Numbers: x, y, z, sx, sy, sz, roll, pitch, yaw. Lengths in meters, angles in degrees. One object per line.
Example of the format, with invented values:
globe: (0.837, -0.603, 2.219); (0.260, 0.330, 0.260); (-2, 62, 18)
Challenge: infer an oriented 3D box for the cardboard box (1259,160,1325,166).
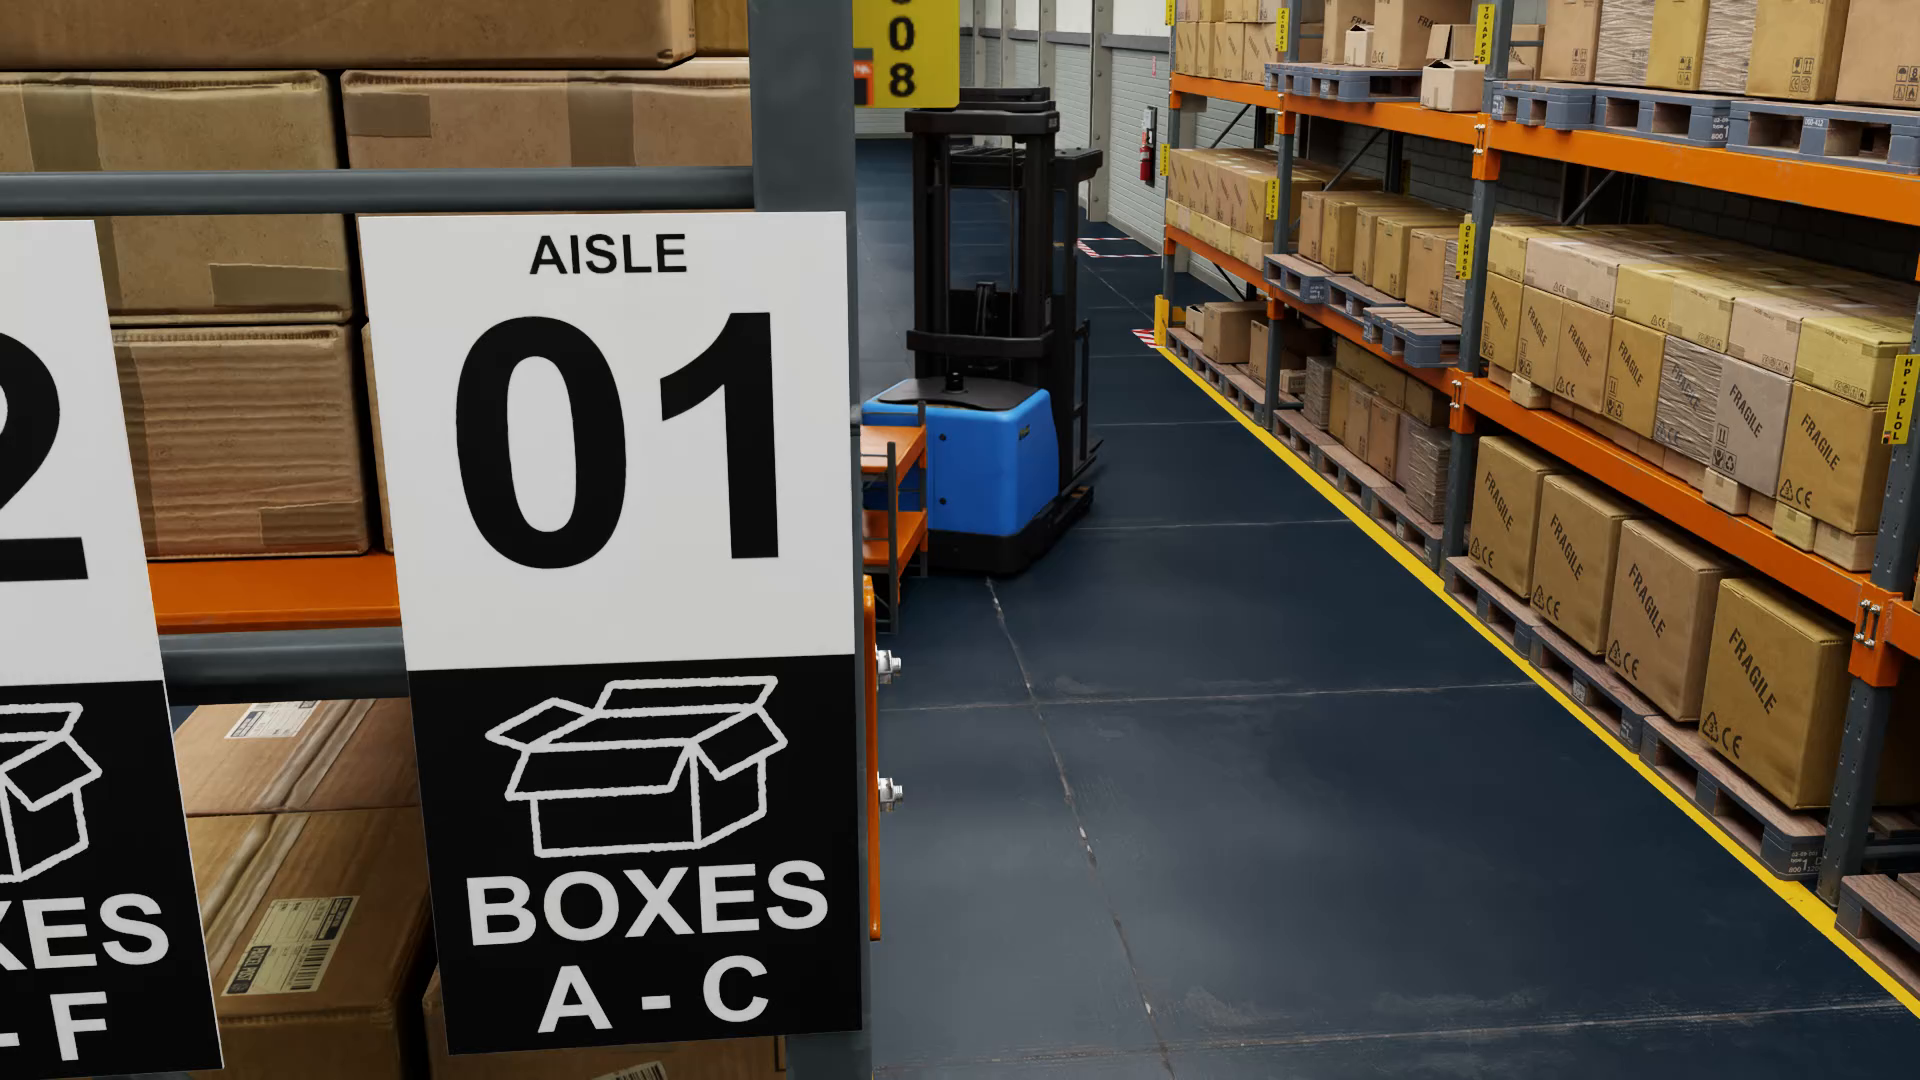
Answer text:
cardboard box: (3.098, -3.292, 15.619); (0.500, 0.500, 0.500); (-2, 17, -5)

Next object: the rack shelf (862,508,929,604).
rack shelf: (-0.527, 0.074, 9.874); (0.538, 0.278, 1.000); (2, 18, 8)

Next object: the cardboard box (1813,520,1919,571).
cardboard box: (3.607, 0.010, 6.525); (0.380, 0.149, 0.250); (-2, 18, -5)

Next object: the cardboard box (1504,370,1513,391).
cardboard box: (3.332, -0.910, 9.452); (0.380, 0.149, 0.250); (-2, 17, -5)

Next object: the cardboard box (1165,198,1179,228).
cardboard box: (2.421, -3.367, 17.110); (0.500, 0.250, 0.500); (-2, 18, -7)

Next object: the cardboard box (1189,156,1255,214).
cardboard box: (2.525, -3.426, 16.049); (0.500, 0.500, 0.500); (-2, 18, -7)

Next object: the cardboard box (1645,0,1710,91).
cardboard box: (3.770, -2.425, 7.984); (0.700, 0.500, 0.500); (-1, 17, -3)

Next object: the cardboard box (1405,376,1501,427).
cardboard box: (3.389, -0.960, 11.414); (0.500, 0.250, 0.500); (-1, 17, -5)

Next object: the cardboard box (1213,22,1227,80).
cardboard box: (2.626, -4.490, 15.264); (0.500, 0.500, 0.500); (-1, 17, -2)

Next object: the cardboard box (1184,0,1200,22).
cardboard box: (2.486, -5.276, 16.097); (0.500, 0.500, 0.500); (-2, 18, -6)

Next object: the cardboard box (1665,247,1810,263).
cardboard box: (3.916, -1.323, 8.434); (0.500, 0.250, 0.500); (-2, 18, -7)

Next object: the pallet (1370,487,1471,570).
pallet: (3.432, -0.103, 11.152); (1.003, 0.211, 1.213); (-2, 18, -6)

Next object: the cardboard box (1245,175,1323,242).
cardboard box: (2.742, -2.819, 14.114); (0.500, 0.500, 0.500); (-2, 18, -6)

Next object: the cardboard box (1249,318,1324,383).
cardboard box: (2.952, -1.717, 15.079); (0.500, 0.500, 0.500); (-3, 18, -10)

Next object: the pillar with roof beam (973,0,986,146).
pillar with roof beam: (-3.757, -15.069, 44.153); (9.100, 9.000, 0.400); (-2, 18, -6)

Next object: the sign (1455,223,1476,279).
sign: (2.973, -1.696, 9.769); (0.100, 0.325, 0.005); (-2, 18, -6)

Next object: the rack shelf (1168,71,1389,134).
rack shelf: (2.893, -4.076, 15.345); (1.077, 0.370, 4.000); (-2, 18, -6)

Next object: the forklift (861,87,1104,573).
forklift: (0.320, -1.594, 11.361); (1.130, 2.935, 3.031); (6, 18, 18)

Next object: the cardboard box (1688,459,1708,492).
cardboard box: (3.531, -0.295, 7.495); (0.380, 0.149, 0.250); (-2, 18, -6)

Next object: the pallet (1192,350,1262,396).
pallet: (2.865, -1.625, 16.001); (1.003, 0.211, 1.213); (-2, 18, -6)

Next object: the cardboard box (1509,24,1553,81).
cardboard box: (3.666, -2.910, 10.232); (0.500, 0.500, 0.500); (-2, 18, -6)

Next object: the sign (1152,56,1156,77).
sign: (2.881, -7.039, 24.719); (0.001, 0.298, 0.199); (-2, 18, -6)

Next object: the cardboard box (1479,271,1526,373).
cardboard box: (3.307, -1.247, 9.444); (0.500, 0.500, 0.500); (-1, 17, -4)

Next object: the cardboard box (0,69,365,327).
cardboard box: (-0.897, -0.406, 1.871); (0.500, 0.250, 0.500); (-2, 18, -6)

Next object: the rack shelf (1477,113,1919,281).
rack shelf: (3.718, -1.692, 7.753); (1.077, 0.370, 4.000); (-2, 18, -6)

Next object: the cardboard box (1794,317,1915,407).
cardboard box: (3.621, -0.697, 6.440); (0.500, 0.250, 0.500); (-1, 17, -4)

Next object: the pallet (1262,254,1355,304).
pallet: (3.033, -2.068, 13.078); (1.003, 0.211, 1.213); (-2, 18, -6)

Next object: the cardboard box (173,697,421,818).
cardboard box: (-0.963, 0.538, 2.620); (0.500, 0.500, 0.500); (-1, 17, -4)

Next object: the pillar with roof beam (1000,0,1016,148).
pillar with roof beam: (-3.139, -13.282, 38.460); (9.100, 9.000, 0.400); (-2, 18, -6)

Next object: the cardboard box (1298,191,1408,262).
cardboard box: (3.117, -2.497, 13.222); (0.700, 0.500, 0.500); (-2, 18, -5)

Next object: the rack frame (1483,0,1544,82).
rack frame: (3.511, -4.063, 9.094); (1.000, 3.000, 0.127); (-2, 18, -6)

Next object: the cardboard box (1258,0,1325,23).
cardboard box: (2.777, -4.498, 13.621); (0.500, 0.500, 0.500); (-3, 18, -10)

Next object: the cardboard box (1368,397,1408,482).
cardboard box: (3.368, -0.735, 11.949); (0.700, 0.500, 0.500); (-2, 18, -6)

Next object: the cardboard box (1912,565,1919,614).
cardboard box: (3.964, 0.010, 5.636); (0.980, 0.700, 0.700); (-2, 17, -5)

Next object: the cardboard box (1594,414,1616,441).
cardboard box: (3.475, -0.602, 8.474); (0.380, 0.149, 0.250); (-2, 17, -5)

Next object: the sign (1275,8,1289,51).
sign: (2.560, -4.051, 13.202); (0.100, 0.325, 0.005); (-2, 18, -6)

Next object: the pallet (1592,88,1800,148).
pallet: (3.749, -2.018, 7.905); (1.003, 0.211, 1.213); (-1, 17, -3)

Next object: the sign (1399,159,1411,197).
sign: (3.651, -2.963, 13.674); (0.100, 0.325, 0.005); (-2, 18, -6)

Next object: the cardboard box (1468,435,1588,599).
cardboard box: (3.457, -0.152, 9.541); (0.750, 0.750, 0.750); (-2, 18, -6)

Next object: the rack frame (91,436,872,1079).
rack frame: (-0.590, 1.337, 1.910); (1.000, 3.000, 0.127); (-2, 18, -6)

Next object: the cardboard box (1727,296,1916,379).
cardboard box: (3.578, -0.850, 6.926); (0.500, 0.250, 0.500); (-1, 17, -4)

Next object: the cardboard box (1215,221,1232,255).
cardboard box: (2.638, -2.760, 15.178); (0.500, 0.250, 0.500); (-2, 18, -6)

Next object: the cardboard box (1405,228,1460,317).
cardboard box: (3.368, -1.763, 10.885); (0.700, 0.500, 0.500); (-3, 18, -11)

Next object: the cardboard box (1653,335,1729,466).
cardboard box: (3.520, -0.639, 7.508); (0.500, 0.500, 0.500); (-2, 18, -6)

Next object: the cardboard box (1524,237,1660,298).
cardboard box: (3.358, -1.454, 8.852); (0.500, 0.250, 0.500); (-2, 18, -6)

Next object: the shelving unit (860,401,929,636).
shelving unit: (-0.528, -0.159, 9.801); (0.538, 1.125, 1.048); (2, 18, 8)

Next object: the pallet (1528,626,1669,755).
pallet: (3.640, 0.730, 8.500); (1.003, 0.211, 1.213); (-2, 18, -6)

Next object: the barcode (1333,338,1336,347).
barcode: (3.282, -1.730, 14.586); (0.001, 0.075, 0.075); (-2, 18, -6)
